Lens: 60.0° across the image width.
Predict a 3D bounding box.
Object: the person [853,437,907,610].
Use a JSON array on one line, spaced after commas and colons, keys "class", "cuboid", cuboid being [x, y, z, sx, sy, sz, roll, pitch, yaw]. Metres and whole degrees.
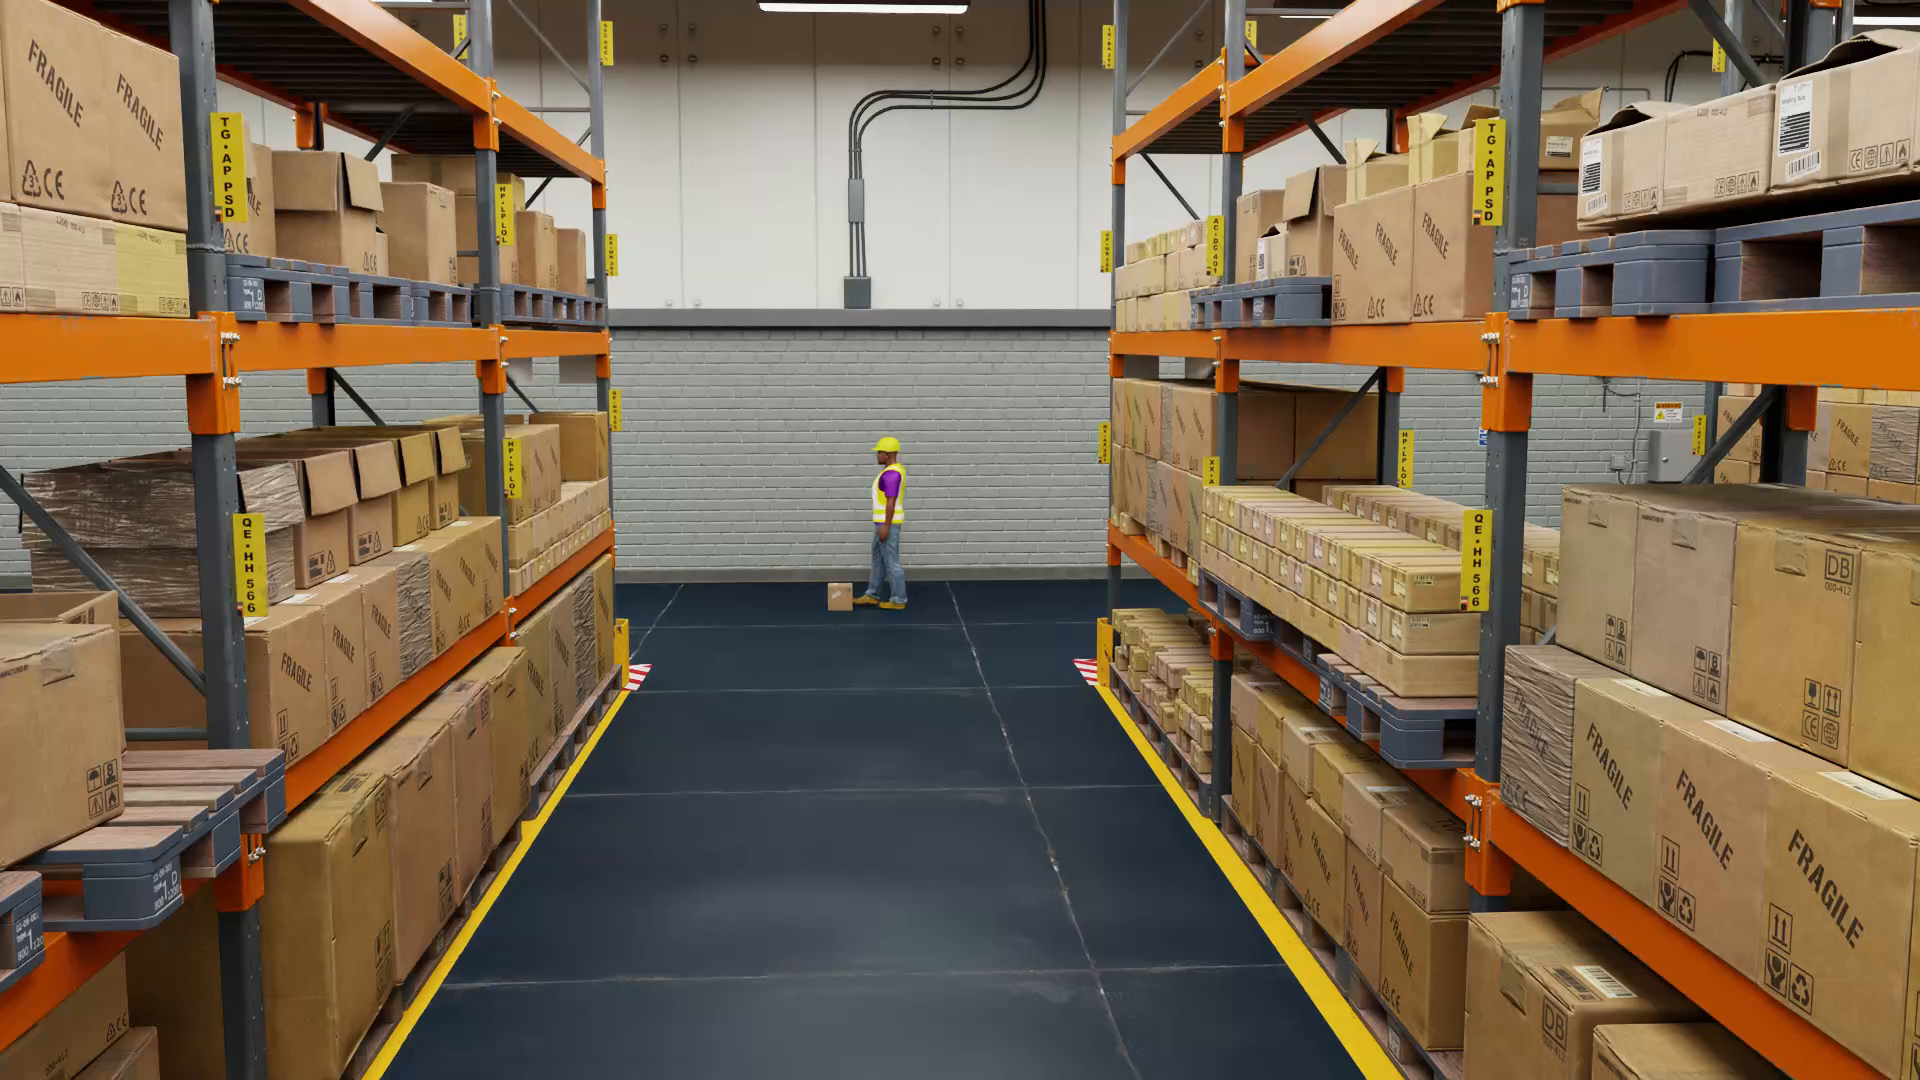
[{"class": "person", "cuboid": [-0.849, -0.177, 17.088, 0.628, 1.760, 0.582, 0, 7, 2]}]
